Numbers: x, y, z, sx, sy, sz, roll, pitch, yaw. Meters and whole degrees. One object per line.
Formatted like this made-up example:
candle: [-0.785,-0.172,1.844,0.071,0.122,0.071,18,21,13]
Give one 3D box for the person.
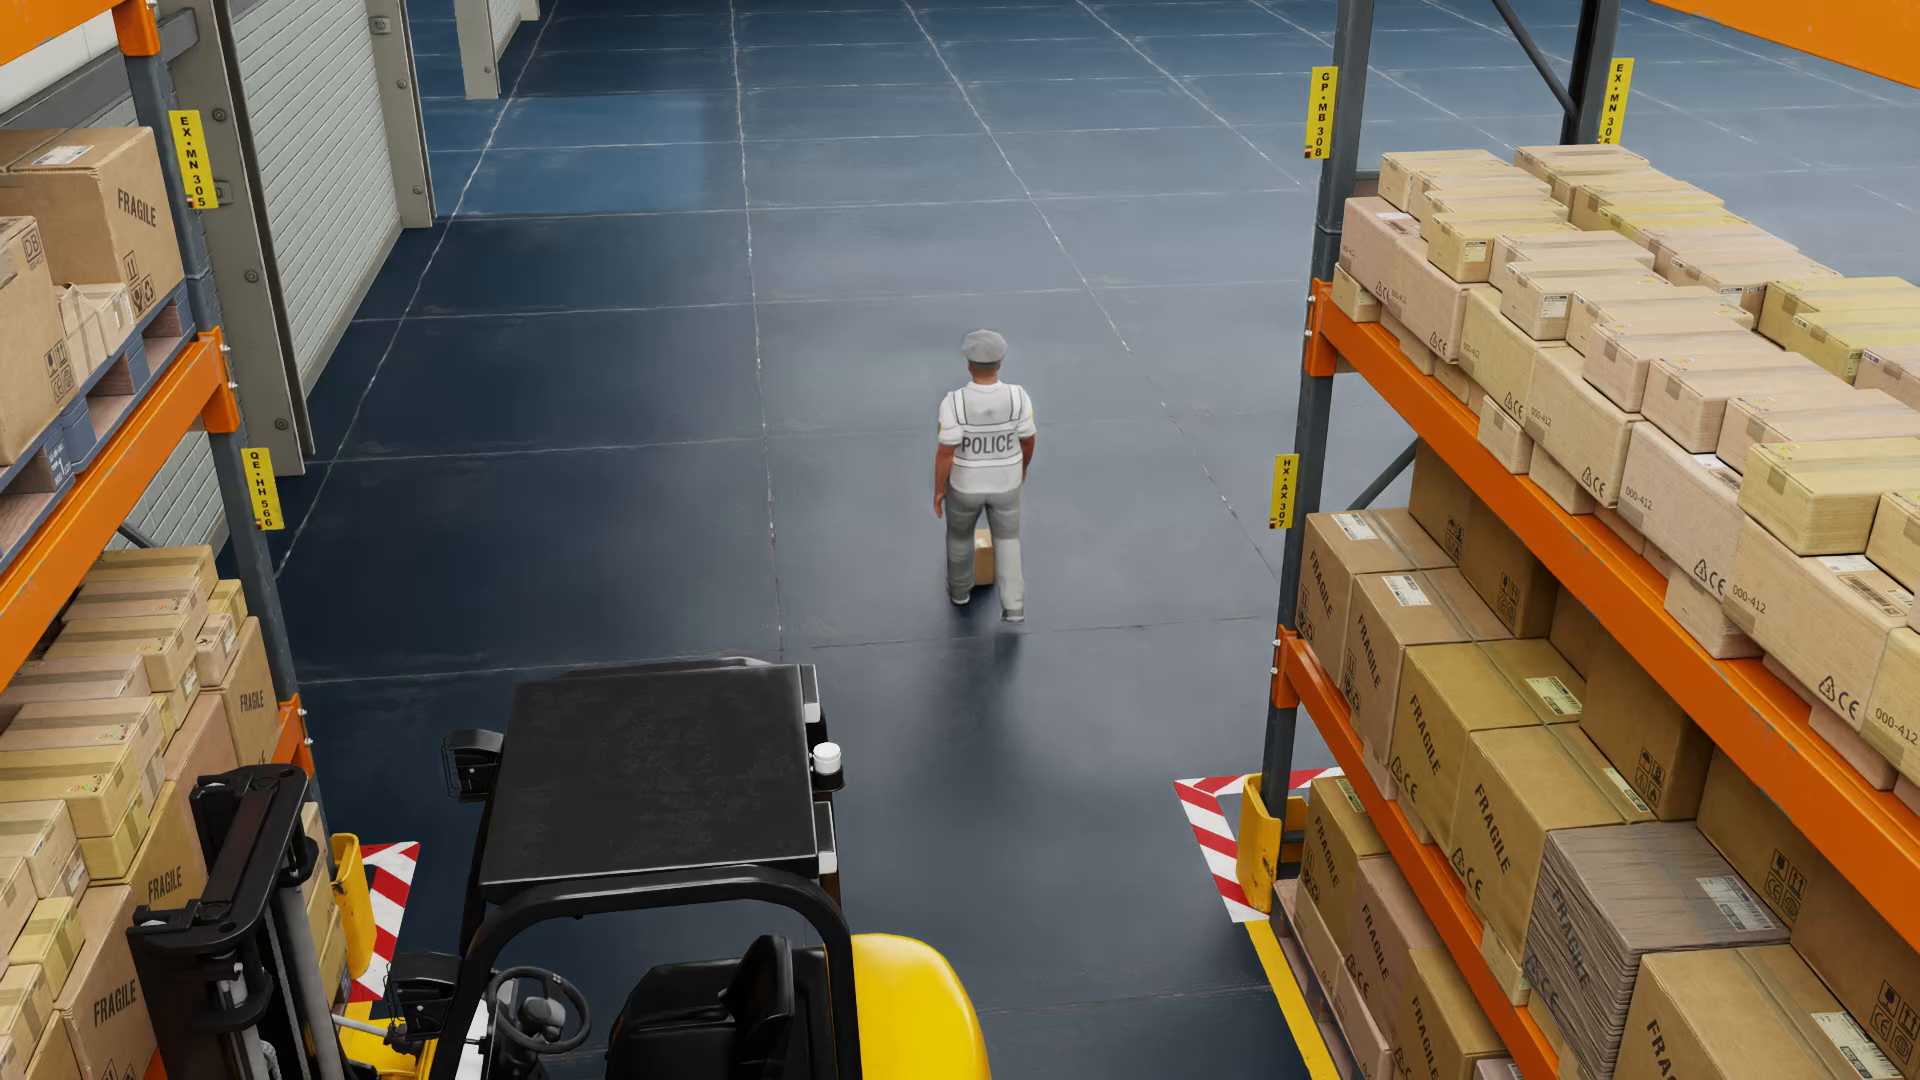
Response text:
person: [0.123,-0.360,9.302,0.573,1.743,0.835,-4,27,-7]
